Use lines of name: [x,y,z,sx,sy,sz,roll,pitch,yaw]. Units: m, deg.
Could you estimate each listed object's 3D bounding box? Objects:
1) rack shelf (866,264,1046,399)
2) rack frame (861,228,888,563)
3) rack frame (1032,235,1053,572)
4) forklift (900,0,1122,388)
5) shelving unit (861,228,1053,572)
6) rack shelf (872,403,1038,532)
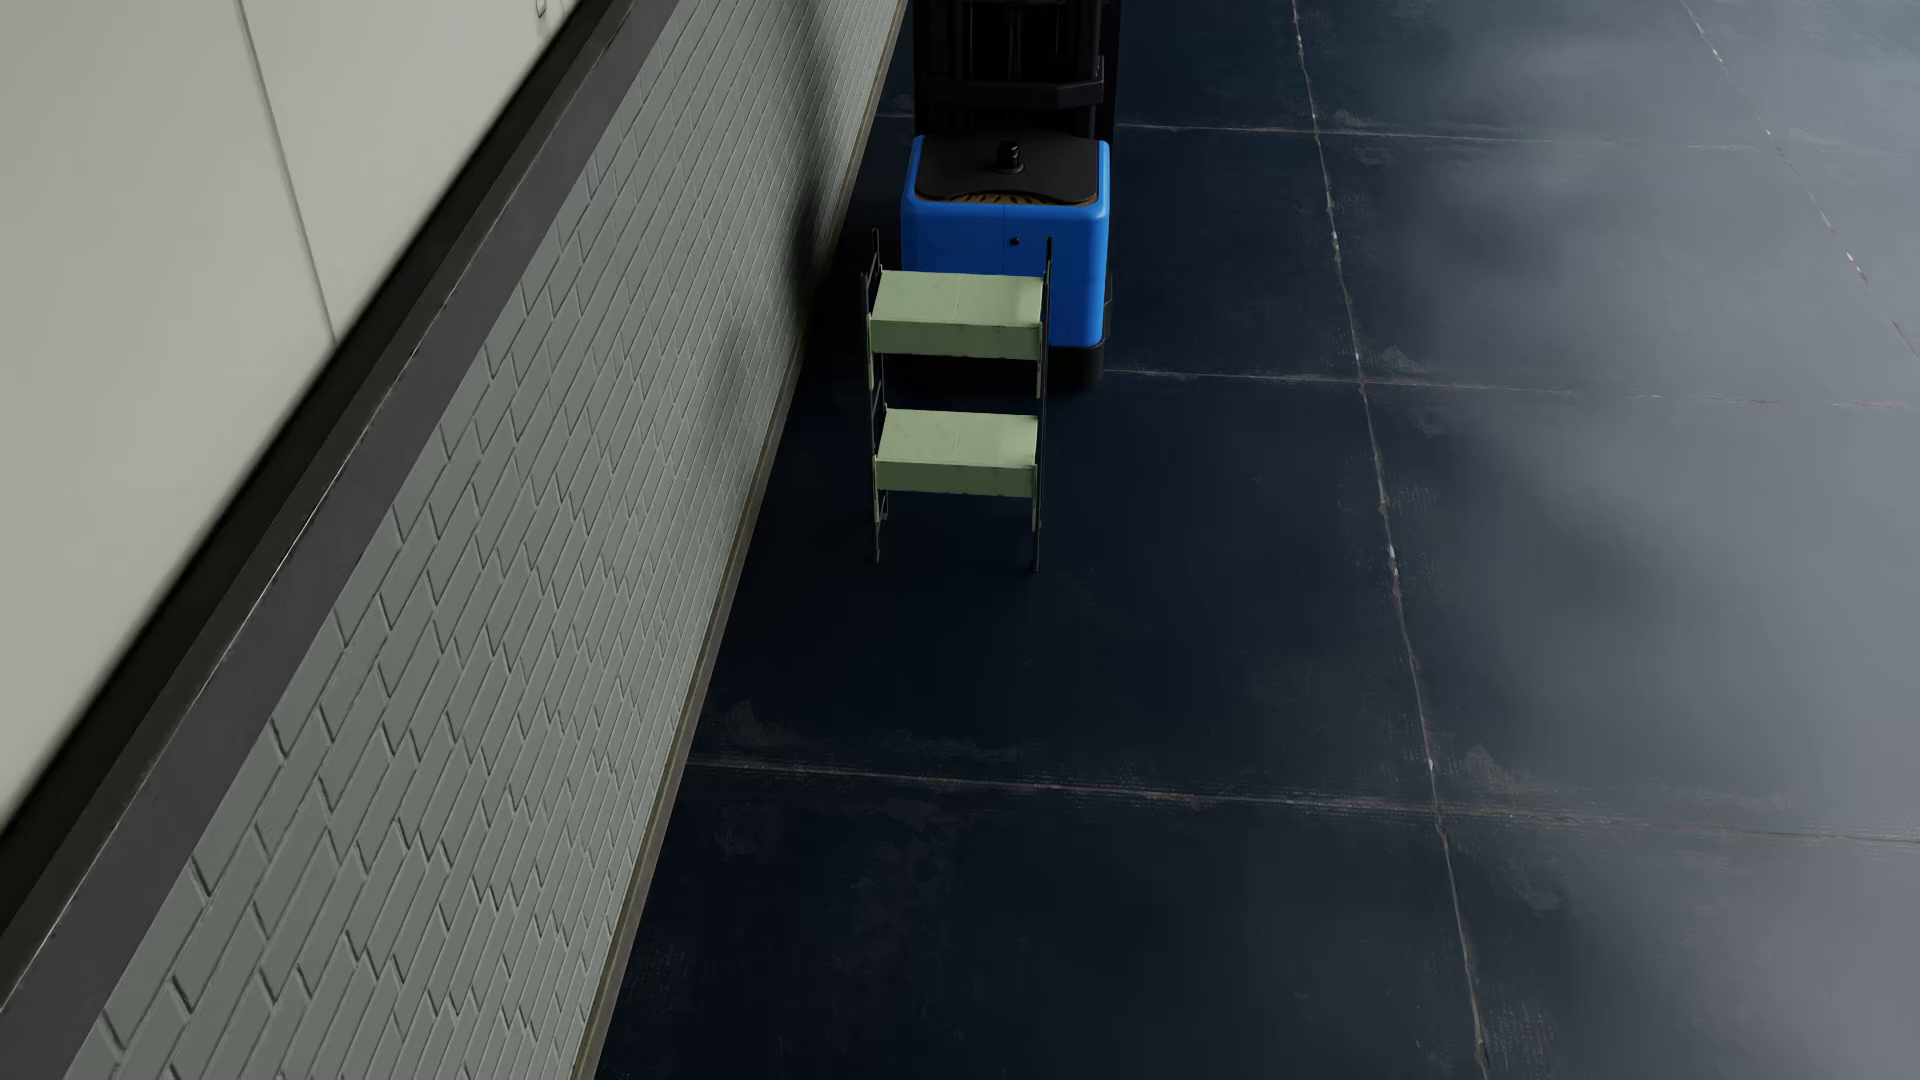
rack shelf: [-0.007,-0.885,7.031,0.720,0.370,0.431,3,39,4]
rack frame: [-0.371,-0.602,7.301,0.023,1.500,0.400,3,39,4]
rack frame: [0.358,-0.562,7.252,0.023,1.500,0.400,3,39,4]
forklift: [0.313,-2.840,8.918,1.130,2.935,3.031,2,39,3]
shelving unit: [-0.007,-0.582,7.277,0.755,1.500,0.431,3,39,4]
rack shelf: [-0.007,-0.329,7.483,0.720,0.370,0.431,3,39,4]
